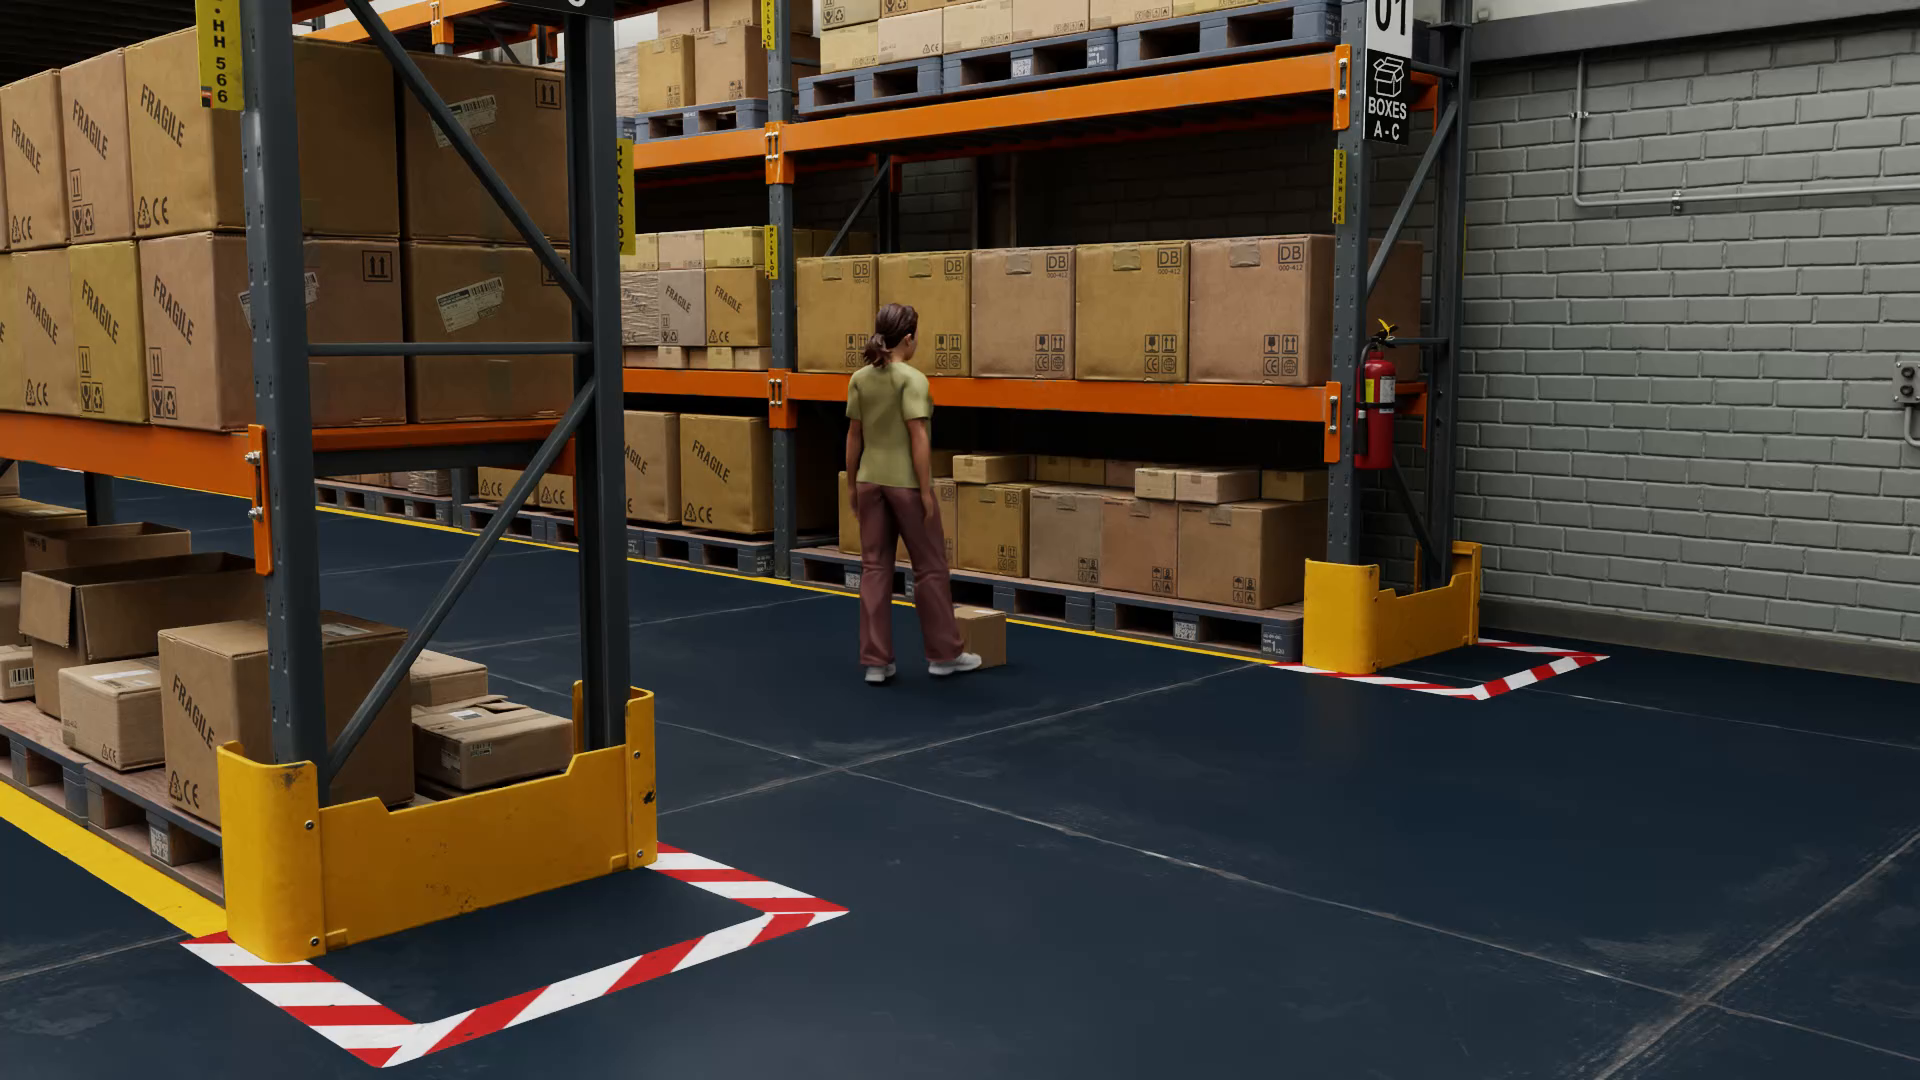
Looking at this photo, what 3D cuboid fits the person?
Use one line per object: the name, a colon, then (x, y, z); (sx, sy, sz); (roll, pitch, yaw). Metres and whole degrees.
person: (-0.233, -0.221, 7.458); (0.473, 1.669, 0.582); (4, 8, 30)
